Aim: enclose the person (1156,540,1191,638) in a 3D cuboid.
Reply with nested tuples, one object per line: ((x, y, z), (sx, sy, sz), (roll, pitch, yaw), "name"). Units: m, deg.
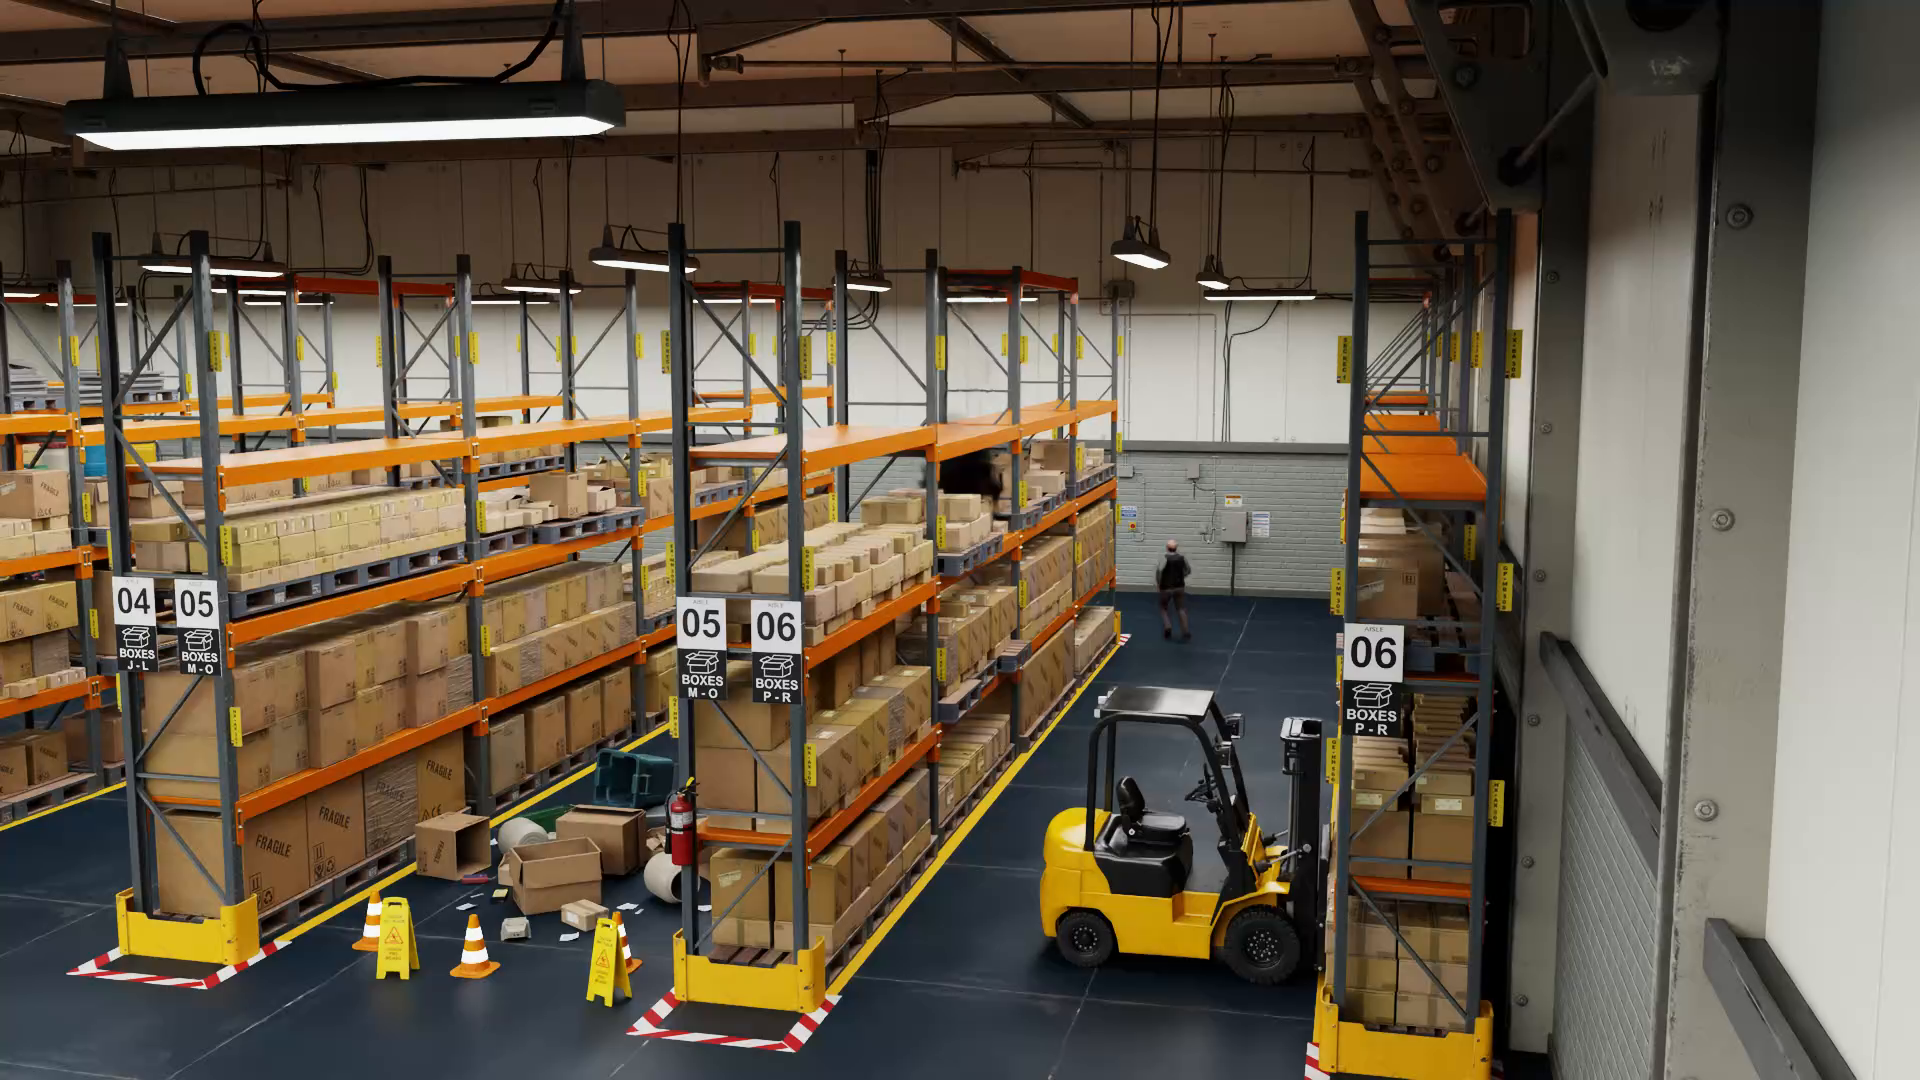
((3.611, 0.879, 28.426), (0.716, 1.766, 0.683), (-2, 7, -15), "person")
